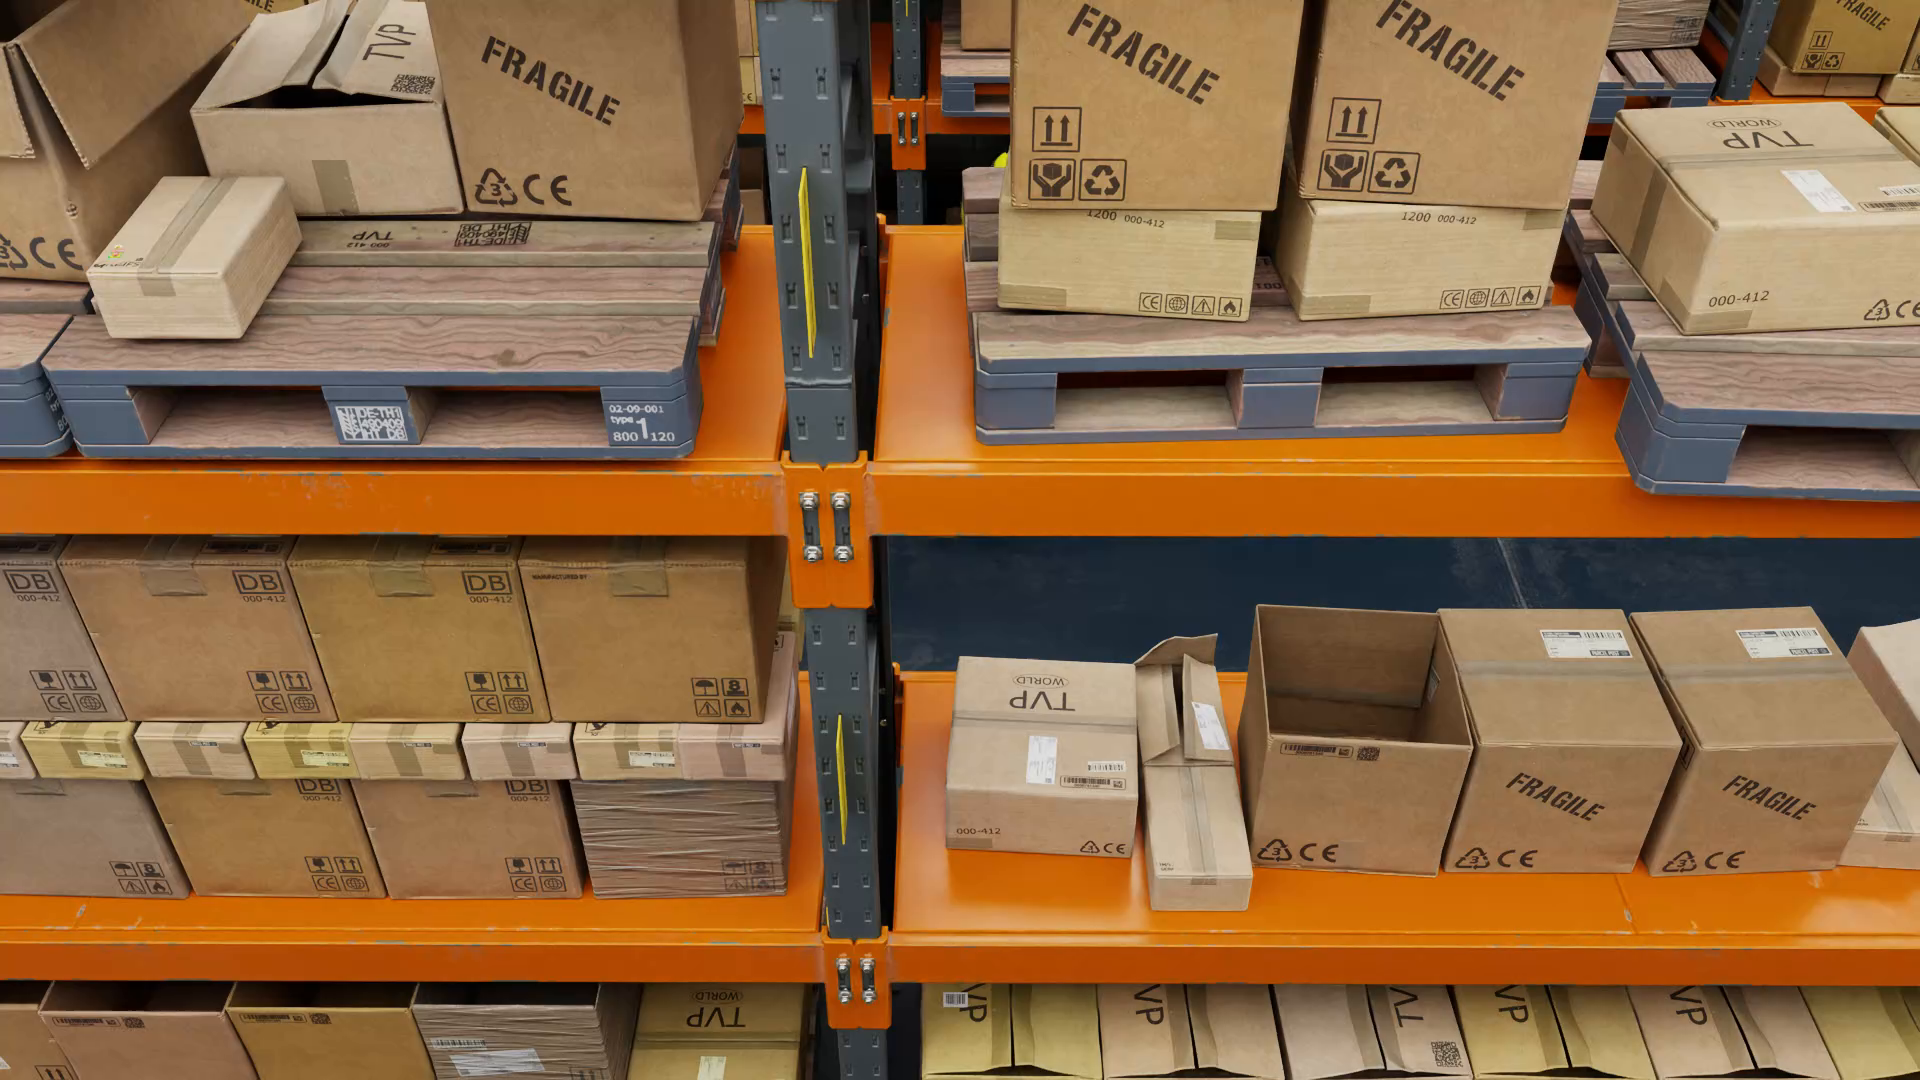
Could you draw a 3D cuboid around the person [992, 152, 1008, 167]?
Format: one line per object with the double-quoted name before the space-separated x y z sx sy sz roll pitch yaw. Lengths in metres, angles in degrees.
"person" 0.222 -0.883 7.192 0.584 1.783 0.483 4 39 4
